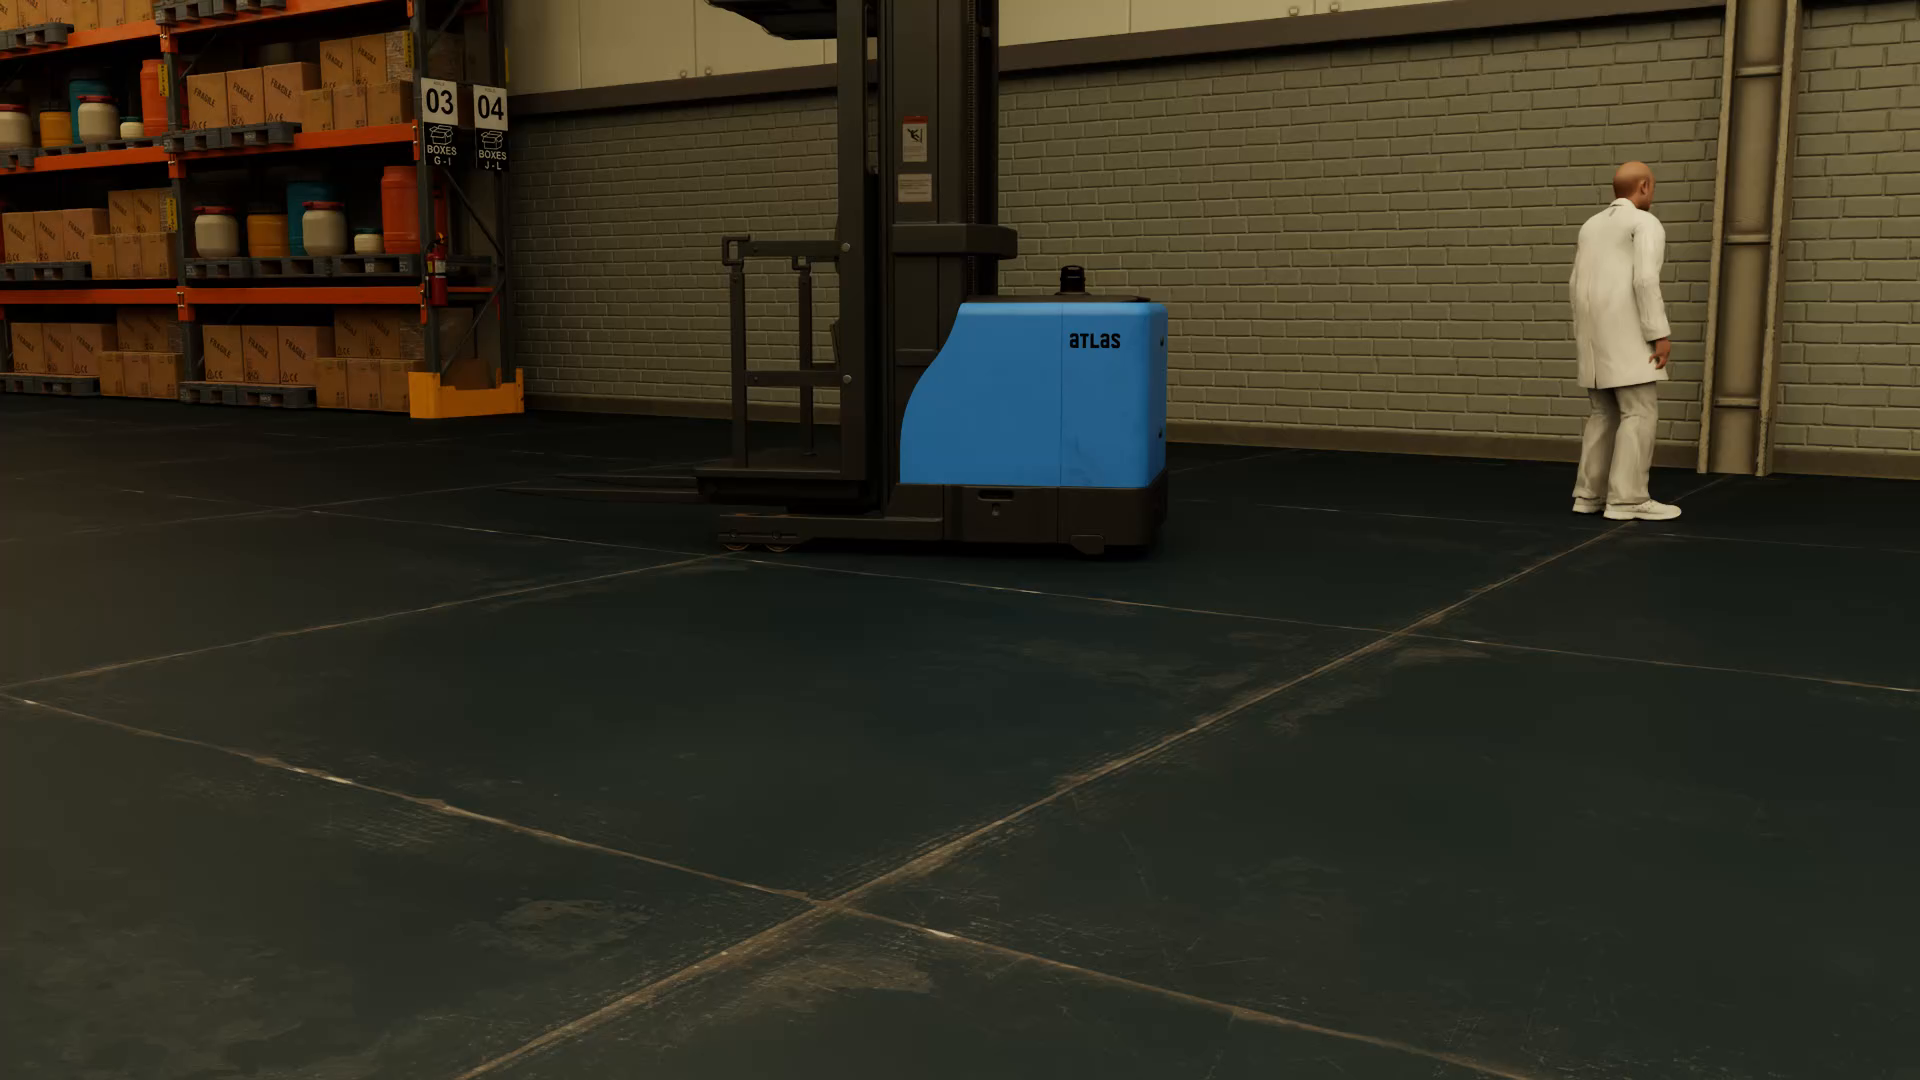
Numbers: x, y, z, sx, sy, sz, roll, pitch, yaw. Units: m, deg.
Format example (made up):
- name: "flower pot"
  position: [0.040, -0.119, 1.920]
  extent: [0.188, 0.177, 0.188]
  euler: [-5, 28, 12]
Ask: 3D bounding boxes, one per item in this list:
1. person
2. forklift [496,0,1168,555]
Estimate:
- name: "person"
  position: [3.332, -1.006, 8.381]
  extent: [0.436, 1.772, 0.645]
  euler: [-2, 8, -17]
- name: "forklift"
  position: [-0.596, -1.469, 7.520]
  extent: [3.031, 2.935, 1.130]
  euler: [2, 8, 12]
